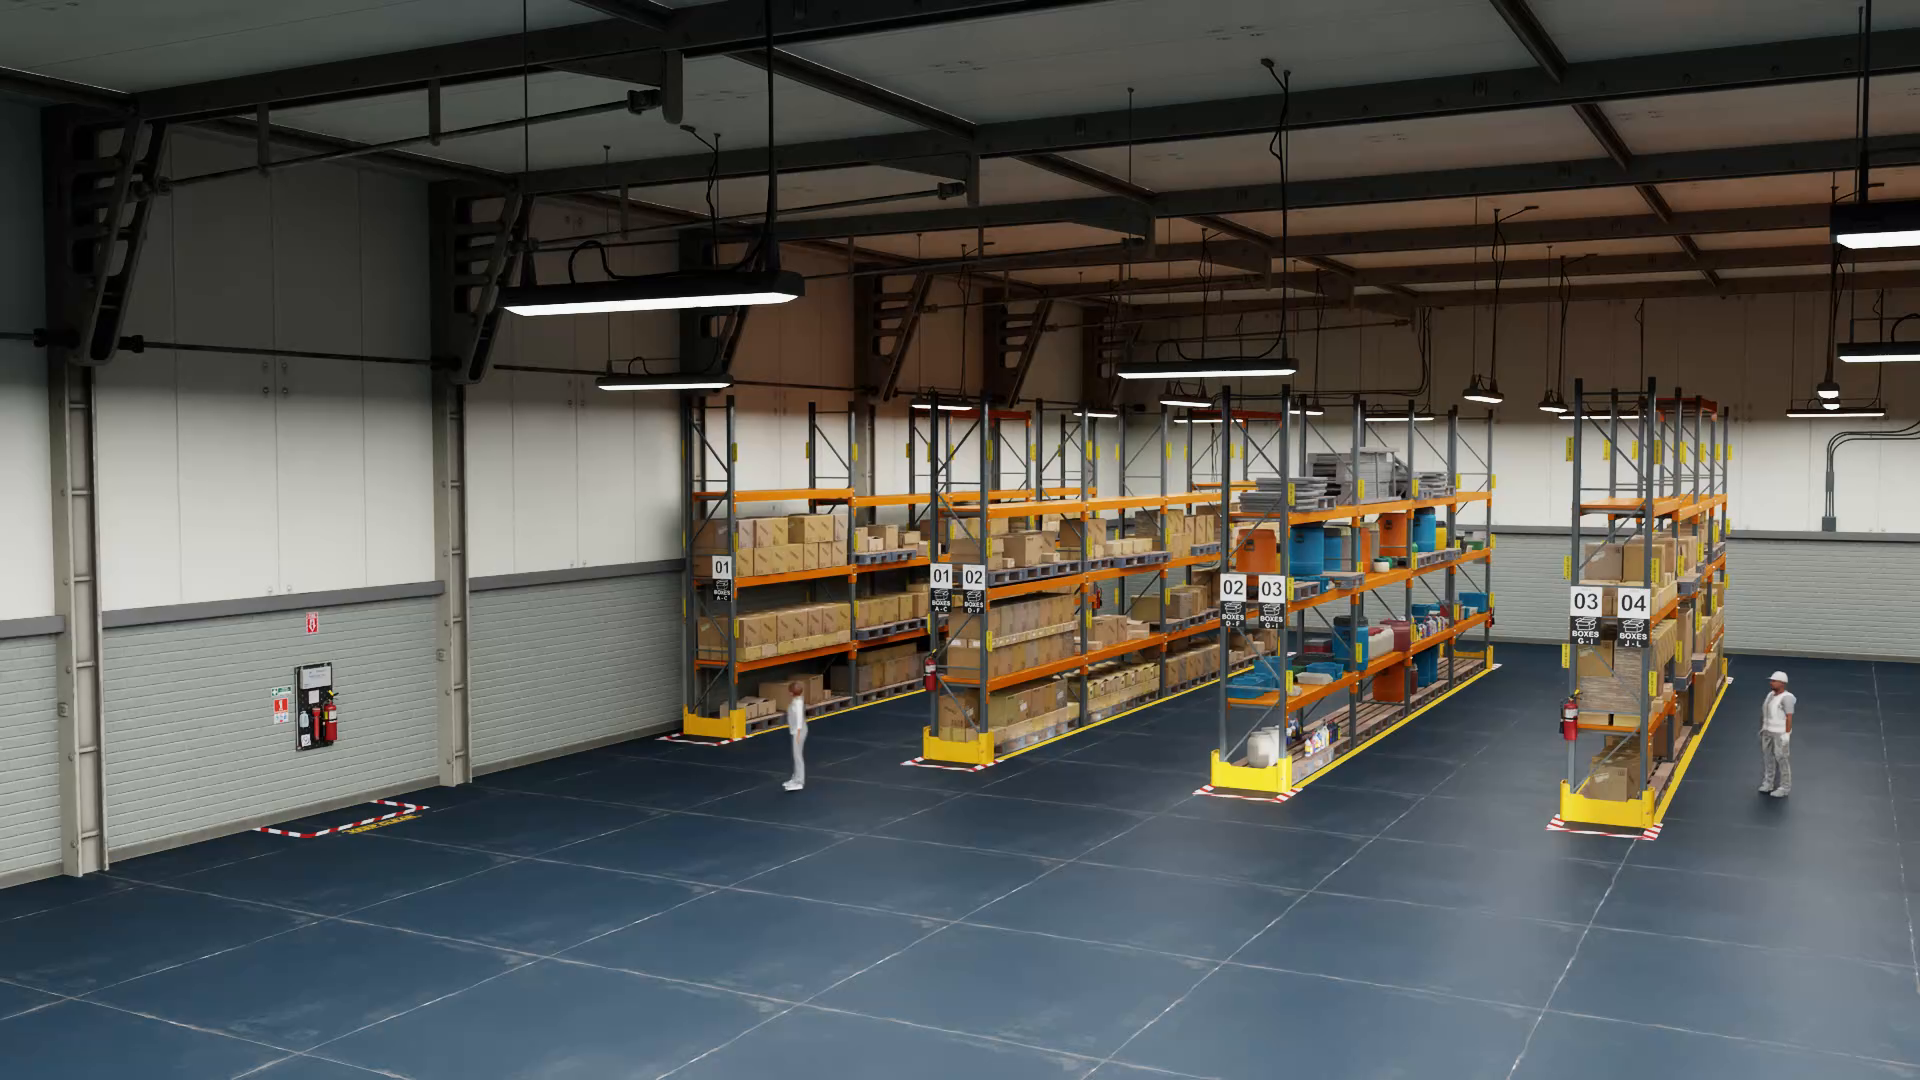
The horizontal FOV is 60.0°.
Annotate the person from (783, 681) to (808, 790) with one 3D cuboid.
[{"bbox_3d":[-2.447,2.894,24.742,0.377,1.600,0.448,-1,3,-10],"label":"person"}]

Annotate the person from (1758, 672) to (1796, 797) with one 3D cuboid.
[{"bbox_3d":[11.937,2.817,24.333,0.384,1.792,0.599,-1,3,-10],"label":"person"}]
